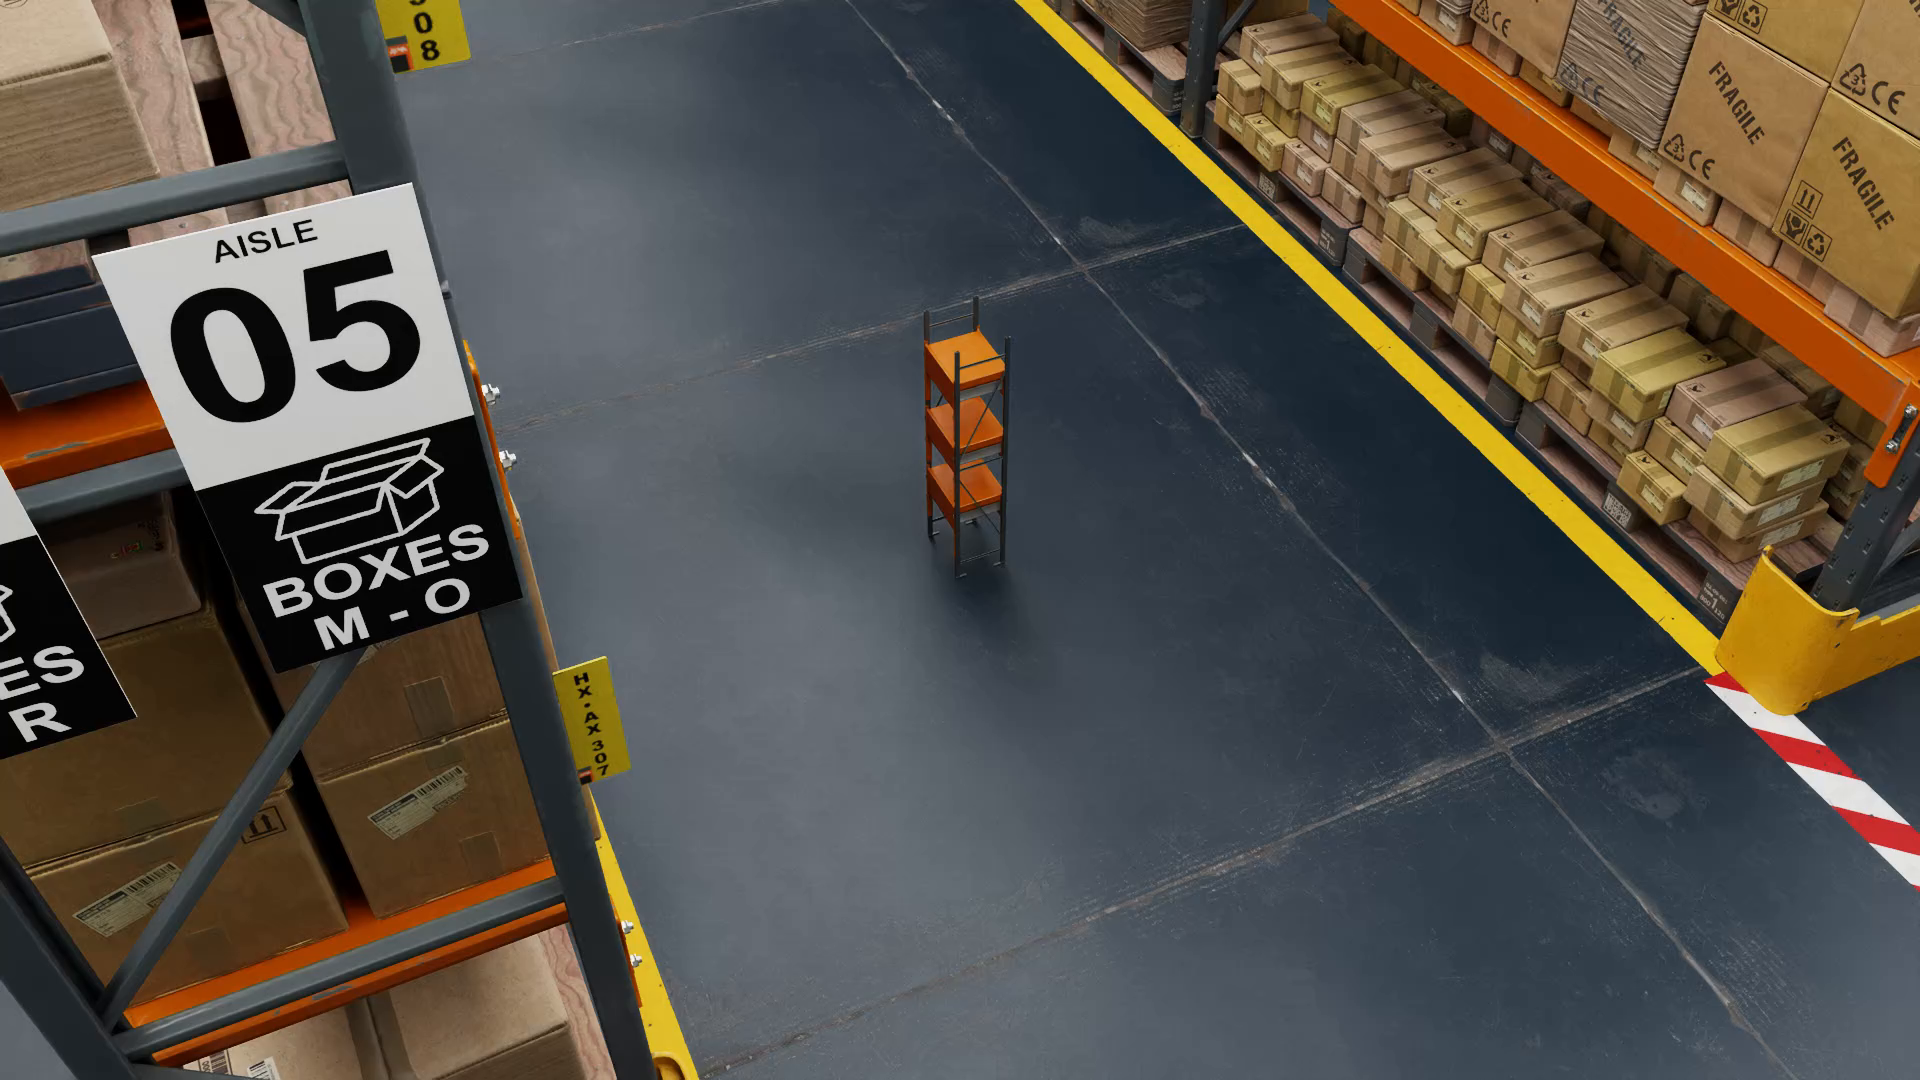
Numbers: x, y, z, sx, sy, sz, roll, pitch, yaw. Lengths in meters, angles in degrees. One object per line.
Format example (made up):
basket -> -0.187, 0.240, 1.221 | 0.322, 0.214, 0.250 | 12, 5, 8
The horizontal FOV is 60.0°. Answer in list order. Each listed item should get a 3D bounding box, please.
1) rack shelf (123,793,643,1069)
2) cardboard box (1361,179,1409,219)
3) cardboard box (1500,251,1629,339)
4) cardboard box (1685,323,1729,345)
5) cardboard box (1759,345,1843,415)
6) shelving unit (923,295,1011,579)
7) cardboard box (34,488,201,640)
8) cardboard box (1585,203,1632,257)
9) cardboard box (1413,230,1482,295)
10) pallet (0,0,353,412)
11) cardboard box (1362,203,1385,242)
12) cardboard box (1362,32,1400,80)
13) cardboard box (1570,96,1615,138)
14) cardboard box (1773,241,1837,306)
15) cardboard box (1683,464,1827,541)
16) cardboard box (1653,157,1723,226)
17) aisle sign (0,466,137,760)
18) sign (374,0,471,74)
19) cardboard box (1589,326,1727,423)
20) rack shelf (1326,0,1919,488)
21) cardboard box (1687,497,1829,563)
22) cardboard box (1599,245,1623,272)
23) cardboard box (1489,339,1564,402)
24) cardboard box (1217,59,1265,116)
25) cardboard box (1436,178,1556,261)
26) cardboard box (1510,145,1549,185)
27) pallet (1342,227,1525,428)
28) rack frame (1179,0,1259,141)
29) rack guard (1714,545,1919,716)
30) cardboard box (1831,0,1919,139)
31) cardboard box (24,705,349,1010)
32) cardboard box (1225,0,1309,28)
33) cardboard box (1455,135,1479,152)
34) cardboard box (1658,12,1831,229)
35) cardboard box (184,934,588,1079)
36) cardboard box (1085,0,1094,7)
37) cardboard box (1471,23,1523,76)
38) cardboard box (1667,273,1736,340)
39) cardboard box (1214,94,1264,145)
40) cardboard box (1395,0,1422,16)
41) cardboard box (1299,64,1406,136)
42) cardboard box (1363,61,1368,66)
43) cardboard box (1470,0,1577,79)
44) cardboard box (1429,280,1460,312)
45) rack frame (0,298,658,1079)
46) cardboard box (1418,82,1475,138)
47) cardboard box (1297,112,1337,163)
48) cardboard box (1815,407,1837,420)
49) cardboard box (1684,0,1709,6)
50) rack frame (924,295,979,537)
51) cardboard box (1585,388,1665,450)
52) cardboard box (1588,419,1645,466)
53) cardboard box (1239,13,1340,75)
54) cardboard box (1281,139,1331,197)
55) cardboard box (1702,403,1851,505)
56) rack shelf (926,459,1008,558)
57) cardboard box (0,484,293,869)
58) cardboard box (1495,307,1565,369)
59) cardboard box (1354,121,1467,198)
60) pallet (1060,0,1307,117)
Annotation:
rack shelf -> -2.030, -0.181, 4.810 | 1.077, 0.370, 4.000 | -18, 47, -17
cardboard box -> 1.968, -1.519, 7.173 | 0.380, 0.149, 0.250 | -16, 47, -16
cardboard box -> 2.315, -0.941, 6.376 | 0.380, 0.149, 0.250 | -16, 47, -16
cardboard box -> 3.016, -0.856, 6.501 | 0.380, 0.149, 0.250 | -17, 47, -16
cardboard box -> 3.123, -0.610, 6.040 | 0.380, 0.149, 0.250 | -17, 47, -17
shelving unit -> 0.022, -0.340, 5.847 | 0.215, 1.050, 0.252 | -18, 47, -17
cardboard box -> -1.522, 0.045, 2.824 | 0.380, 0.149, 0.250 | -17, 47, -17
cardboard box -> 2.776, -1.303, 6.742 | 0.380, 0.149, 0.250 | -17, 47, -17
cardboard box -> 2.097, -1.175, 6.824 | 0.380, 0.149, 0.250 | -18, 47, -17
pallet -> -1.511, -0.669, 2.720 | 1.003, 0.211, 1.213 | -18, 47, -17
cardboard box -> 2.000, -1.425, 7.290 | 0.380, 0.149, 0.250 | -20, 48, -19
cardboard box -> 2.107, -2.284, 7.736 | 0.380, 0.149, 0.250 | -17, 47, -17
cardboard box -> 2.404, -1.571, 5.885 | 0.380, 0.149, 0.250 | -20, 48, -19
cardboard box -> 2.796, -0.894, 5.199 | 0.380, 0.149, 0.250 | -18, 47, -17
cardboard box -> 2.779, -0.182, 5.818 | 0.380, 0.149, 0.250 | -19, 48, -18
cardboard box -> 2.548, -1.205, 5.514 | 0.380, 0.149, 0.250 | -17, 47, -16
aisle sign -> -1.440, 0.049, 2.214 | 0.394, 0.787, 0.004 | -18, 47, -17
sign -> -0.683, -0.730, 2.040 | 0.100, 0.325, 0.005 | -18, 47, -17
cardboard box -> 2.529, -0.603, 6.032 | 0.380, 0.149, 0.250 | -19, 48, -18
rack shelf -> 2.419, -1.708, 6.357 | 1.077, 0.370, 4.000 | -18, 47, -17
cardboard box -> 2.849, -0.098, 5.944 | 0.380, 0.149, 0.250 | -17, 47, -17
cardboard box -> 2.666, -1.158, 6.807 | 0.380, 0.149, 0.250 | -16, 47, -15
cardboard box -> 2.336, -0.723, 6.578 | 0.380, 0.149, 0.250 | -20, 48, -19
cardboard box -> 1.440, -2.153, 7.816 | 0.380, 0.149, 0.250 | -16, 47, -16
cardboard box -> 2.169, -1.301, 6.740 | 0.380, 0.149, 0.250 | -18, 47, -17
cardboard box -> 2.579, -1.625, 7.069 | 0.380, 0.149, 0.250 | -20, 48, -19
pallet -> 2.409, -1.050, 7.163 | 1.003, 0.211, 1.213 | -18, 47, -17
rack frame -> 1.578, -3.238, 7.396 | 1.000, 3.000, 0.127 | -18, 47, -17
rack guard -> 3.228, 0.152, 5.740 | 1.175, 0.500, 0.348 | -18, 47, -17
cardboard box -> 2.842, -1.405, 4.543 | 0.500, 0.500, 0.500 | -19, 48, -18
cardboard box -> -1.632, 0.572, 3.463 | 0.500, 0.500, 0.500 | -18, 47, -17
cardboard box -> 1.508, -3.047, 8.683 | 0.500, 0.500, 0.500 | -16, 47, -16
cardboard box -> 2.394, -1.692, 7.348 | 0.380, 0.149, 0.250 | -17, 47, -16
cardboard box -> 2.625, -1.371, 5.221 | 0.500, 0.500, 0.500 | -19, 48, -18
cardboard box -> -1.557, 1.208, 4.415 | 0.875, 0.438, 0.875 | -20, 48, -19
cardboard box -> 0.823, -3.222, 8.861 | 0.500, 0.500, 0.500 | -19, 48, -18
cardboard box -> 2.153, -1.890, 6.208 | 0.380, 0.149, 0.250 | -16, 47, -16
cardboard box -> 2.953, -0.942, 6.376 | 0.380, 0.149, 0.250 | -20, 48, -19
cardboard box -> 1.439, -2.046, 7.919 | 0.380, 0.149, 0.250 | -20, 48, -19
cardboard box -> 1.891, -2.220, 6.543 | 0.380, 0.149, 0.250 | -17, 47, -17
cardboard box -> 1.748, -1.964, 7.412 | 0.380, 0.149, 0.250 | -19, 48, -18
cardboard box -> 2.124, -2.203, 7.866 | 0.380, 0.149, 0.250 | -20, 48, -19
cardboard box -> 2.203, -2.012, 5.870 | 0.500, 0.500, 0.500 | -16, 47, -15
cardboard box -> 2.201, -1.086, 6.946 | 0.380, 0.149, 0.250 | -17, 47, -16
rack frame -> -1.189, 0.837, 3.266 | 1.000, 3.000, 0.127 | -18, 47, -17
cardboard box -> 2.256, -1.939, 7.387 | 0.380, 0.149, 0.250 | -17, 47, -16
cardboard box -> 1.763, -1.874, 7.533 | 0.380, 0.149, 0.250 | -18, 47, -18
cardboard box -> 3.208, -0.531, 6.171 | 0.380, 0.149, 0.250 | -18, 47, -18
cardboard box -> 2.402, -2.056, 5.204 | 0.500, 0.500, 0.500 | -16, 47, -15
rack frame -> -0.029, -0.417, 5.925 | 0.200, 1.050, 0.008 | -18, 47, -17
cardboard box -> 2.559, -0.513, 6.153 | 0.380, 0.149, 0.250 | -20, 48, -19
cardboard box -> 2.616, -0.426, 6.276 | 0.380, 0.149, 0.250 | -18, 47, -18
cardboard box -> 1.535, -2.304, 7.757 | 0.380, 0.149, 0.250 | -16, 47, -16
cardboard box -> 1.703, -1.733, 7.602 | 0.380, 0.149, 0.250 | -18, 47, -18
cardboard box -> 2.807, -0.298, 5.724 | 0.380, 0.149, 0.250 | -18, 47, -17
rack shelf -> 0.022, -0.134, 6.049 | 0.215, 0.259, 0.240 | -18, 47, -17
cardboard box -> -1.608, 0.209, 3.120 | 0.500, 0.500, 0.500 | -17, 47, -16
cardboard box -> 2.329, -0.839, 6.483 | 0.380, 0.149, 0.250 | -17, 47, -17
cardboard box -> 1.911, -1.619, 7.062 | 0.380, 0.149, 0.250 | -17, 47, -17
pallet -> 1.249, -2.741, 8.878 | 1.003, 0.211, 1.213 | -18, 47, -17
